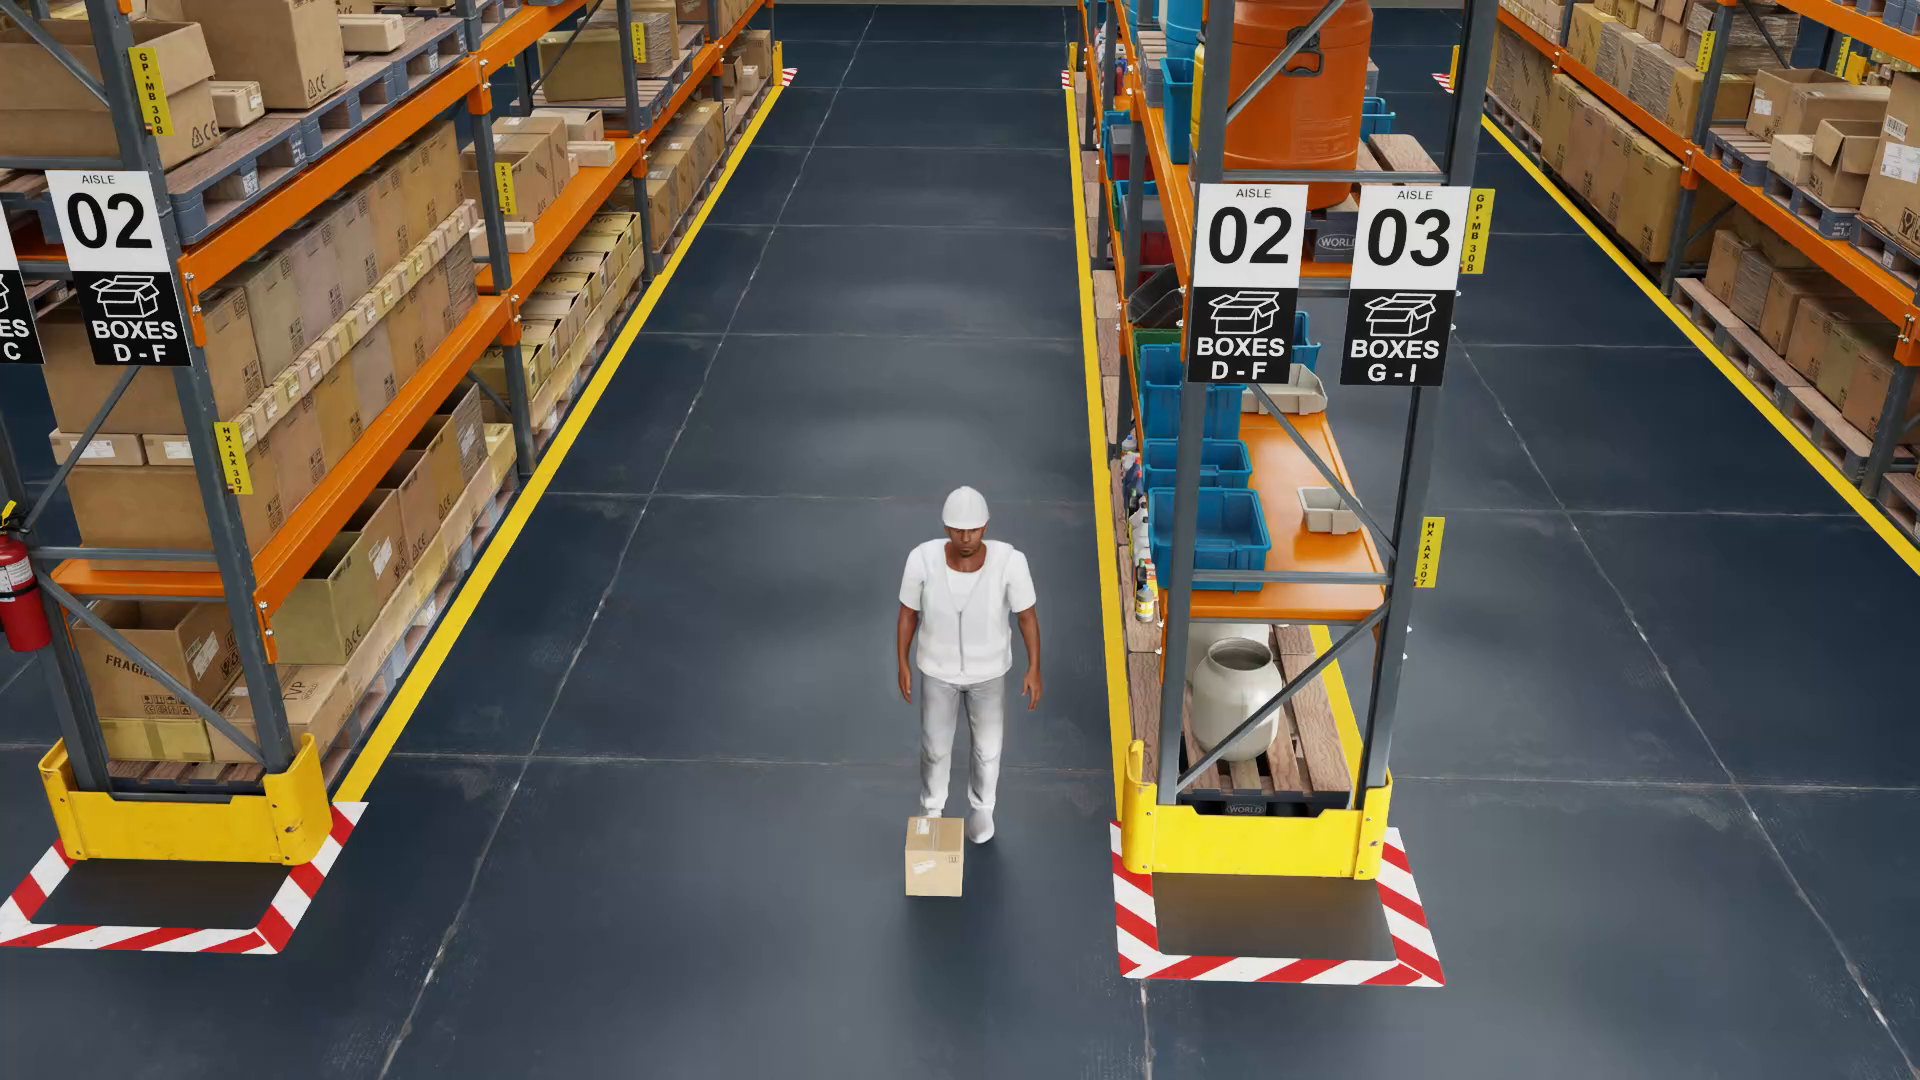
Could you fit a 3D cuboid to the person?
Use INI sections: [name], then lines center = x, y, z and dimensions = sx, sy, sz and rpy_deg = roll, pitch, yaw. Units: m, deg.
[person]
center = 0.041, 0.609, 7.547
dimensions = 0.654, 1.832, 0.373
rpy_deg = 1, 28, 2
